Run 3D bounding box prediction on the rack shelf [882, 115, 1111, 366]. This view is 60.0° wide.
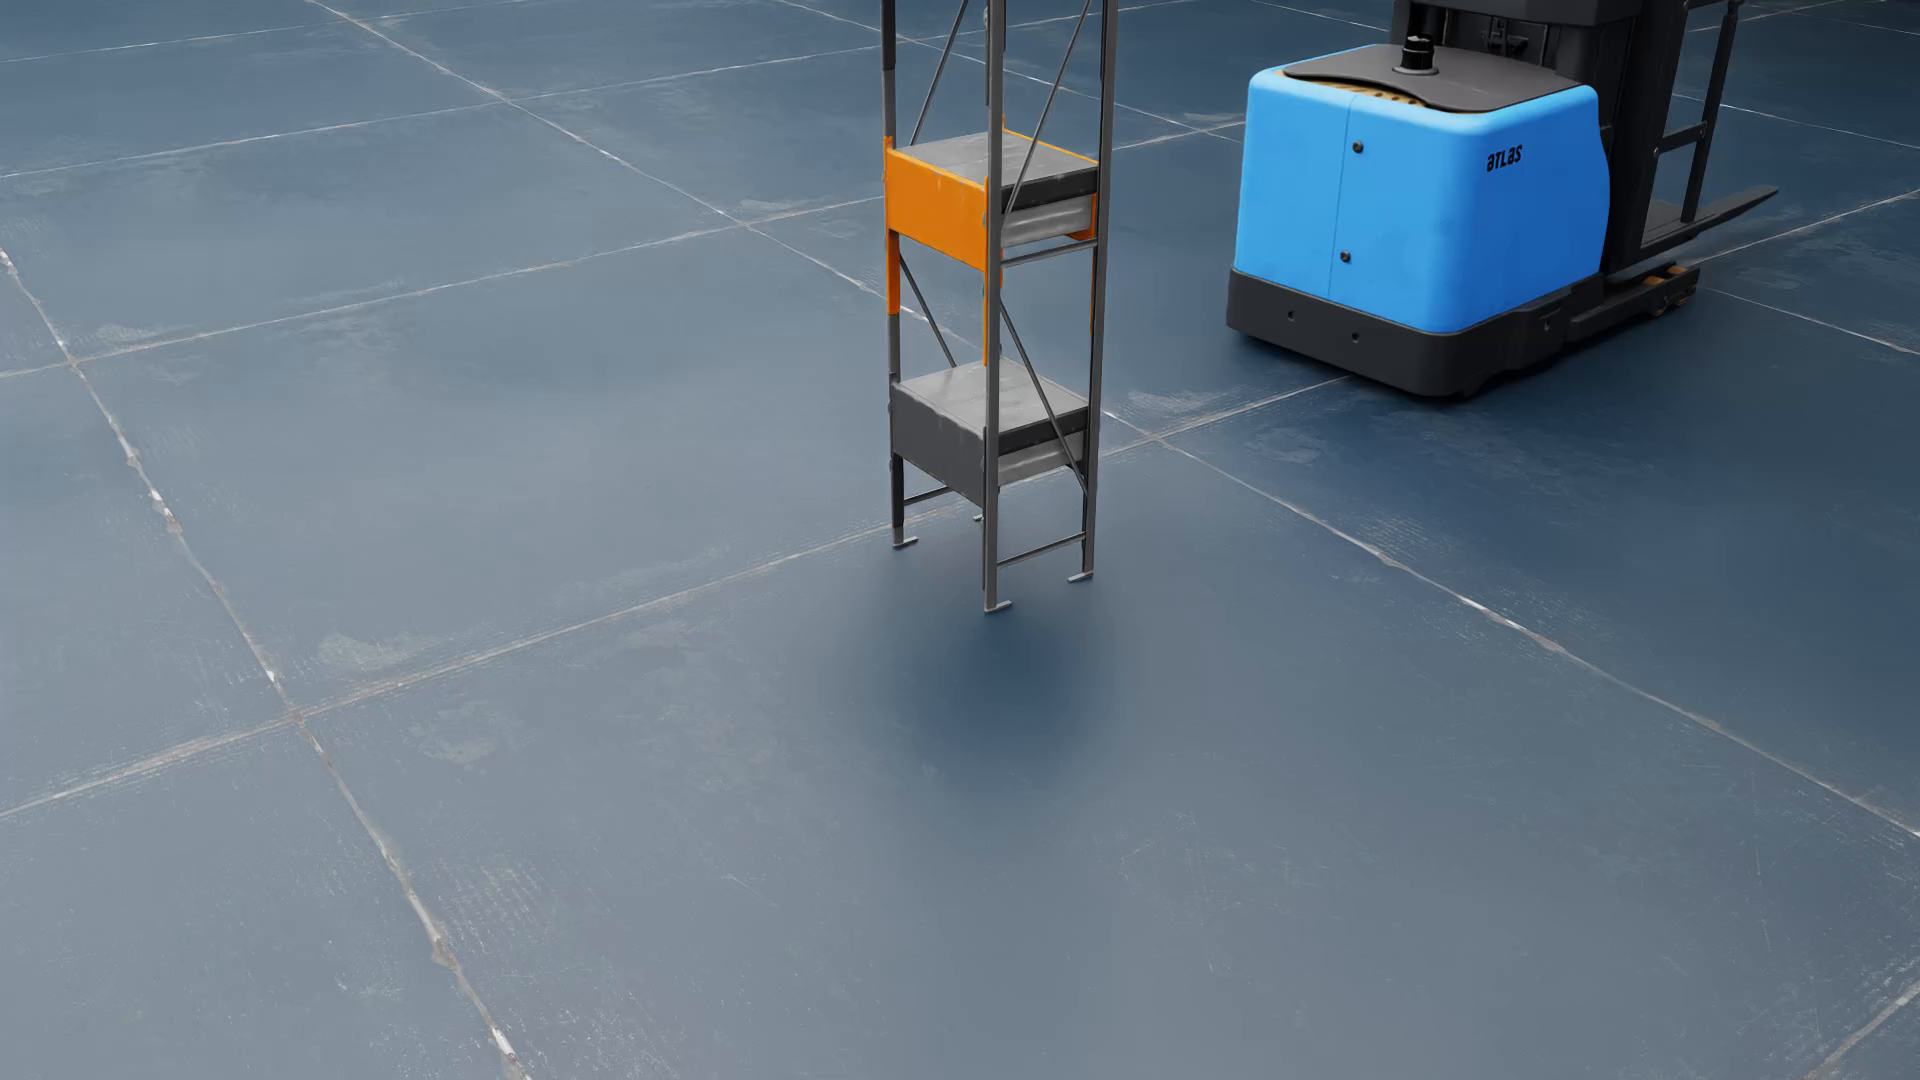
[{"bbox_3d":[0.096,-0.846,4.637,0.431,0.518,0.480,-19,34,-31],"label":"rack shelf"}]

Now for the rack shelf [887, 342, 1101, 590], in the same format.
[{"bbox_3d":[0.096,-0.231,4.971,0.431,0.518,0.480,-19,34,-31],"label":"rack shelf"}]

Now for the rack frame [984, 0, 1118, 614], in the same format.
[{"bbox_3d":[0.238,-0.763,4.456,0.400,2.100,0.015,-19,34,-31],"label":"rack frame"}]

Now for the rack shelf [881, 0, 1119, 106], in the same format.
[{"bbox_3d":[0.096,-1.461,4.303,0.431,0.518,0.480,-19,34,-31],"label":"rack shelf"}]

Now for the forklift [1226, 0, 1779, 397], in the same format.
[{"bbox_3d":[2.510,-2.392,6.584,3.031,2.935,1.130,-23,36,-36],"label":"forklift"}]

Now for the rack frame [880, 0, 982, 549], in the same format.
[{"bbox_3d":[-0.046,-0.953,4.805,0.400,2.100,0.015,-19,34,-31],"label":"rack frame"}]

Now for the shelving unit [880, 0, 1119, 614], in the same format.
[{"bbox_3d":[0.096,-0.858,4.630,0.431,2.100,0.503,-19,34,-31],"label":"shelving unit"}]
